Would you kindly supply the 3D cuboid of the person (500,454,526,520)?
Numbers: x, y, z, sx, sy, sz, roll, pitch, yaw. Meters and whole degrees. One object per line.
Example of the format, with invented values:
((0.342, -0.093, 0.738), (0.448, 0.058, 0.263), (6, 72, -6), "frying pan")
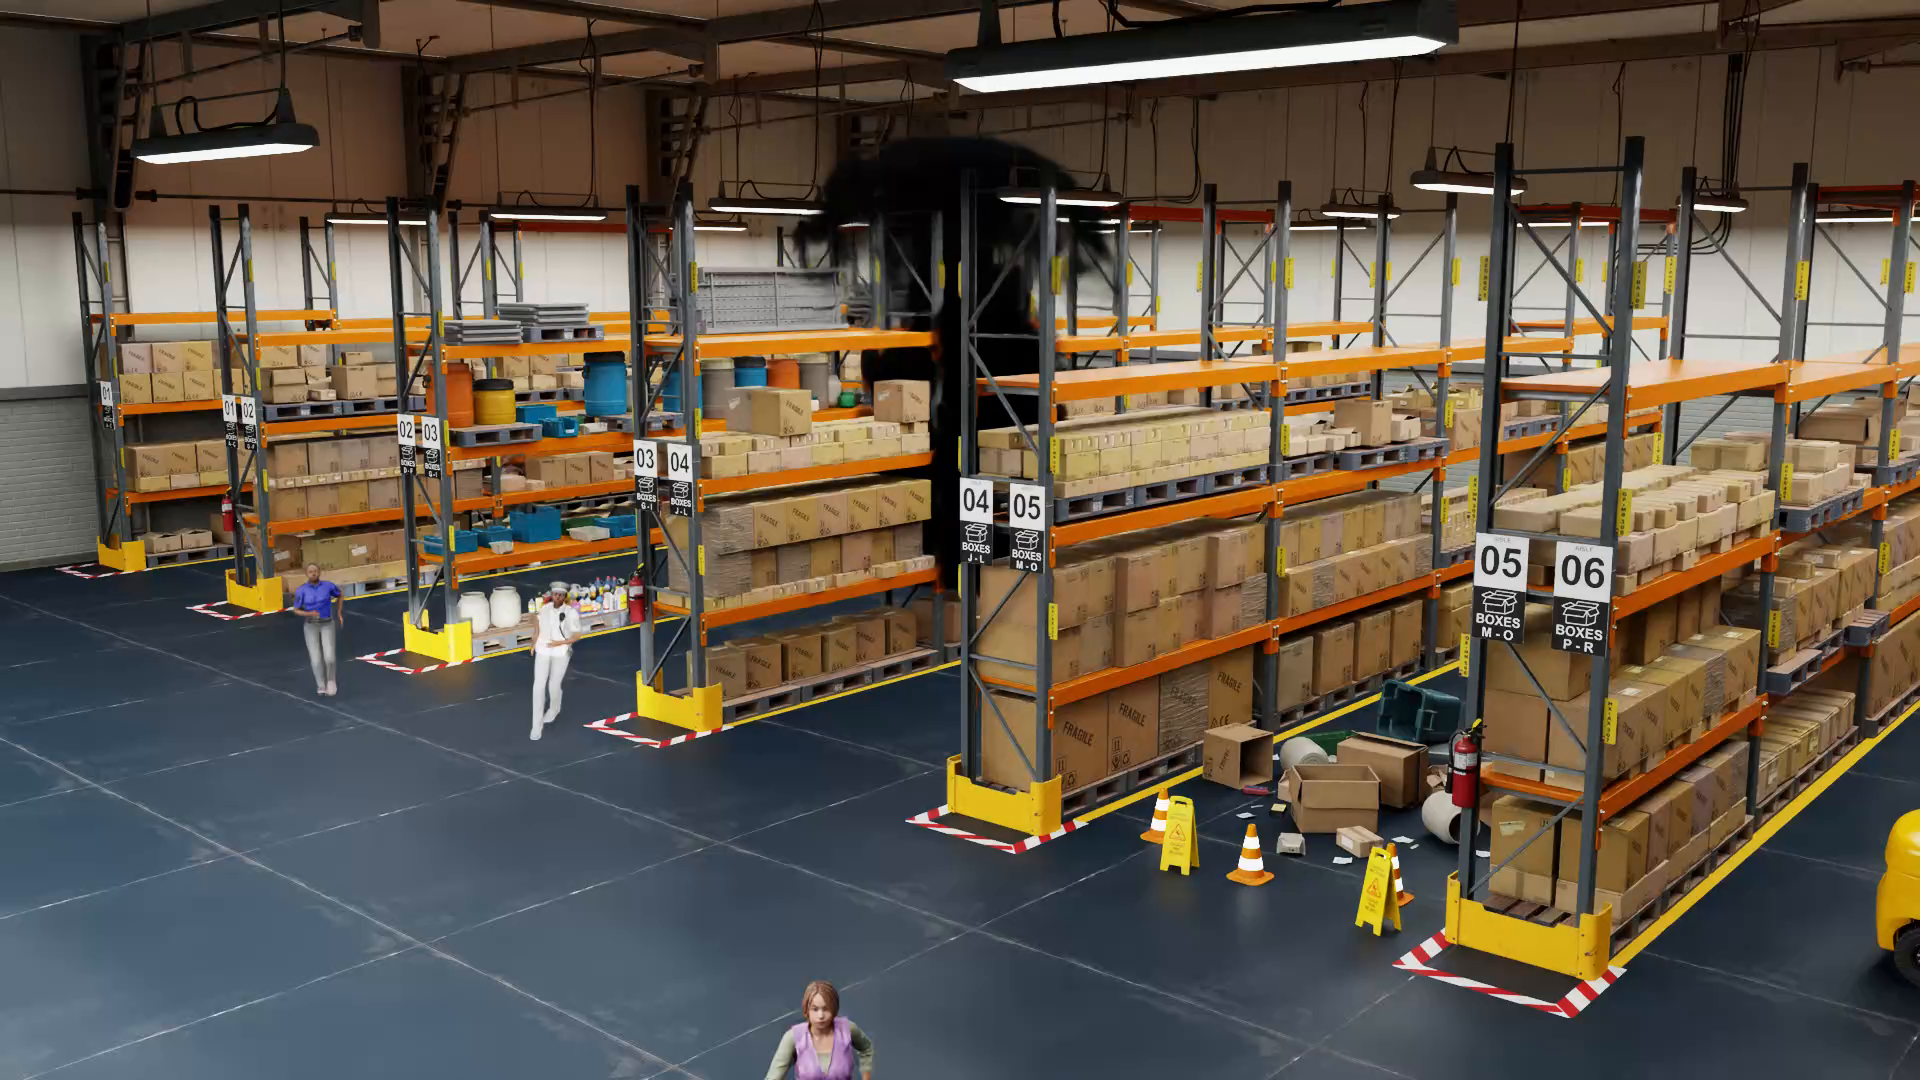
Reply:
((-8.216, -0.738, 30.373), (0.718, 1.746, 0.833), (7, 12, 35), "person")

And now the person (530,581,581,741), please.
((-4.488, 1.290, 18.417), (0.592, 1.692, 0.857), (0, 9, 0), "person")

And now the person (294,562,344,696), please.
((-7.643, 1.081, 19.864), (0.561, 1.623, 0.640), (-3, 10, -18), "person")

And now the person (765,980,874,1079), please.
((-0.705, 2.981, 8.444), (0.565, 1.597, 0.850), (-1, 10, -7), "person")
